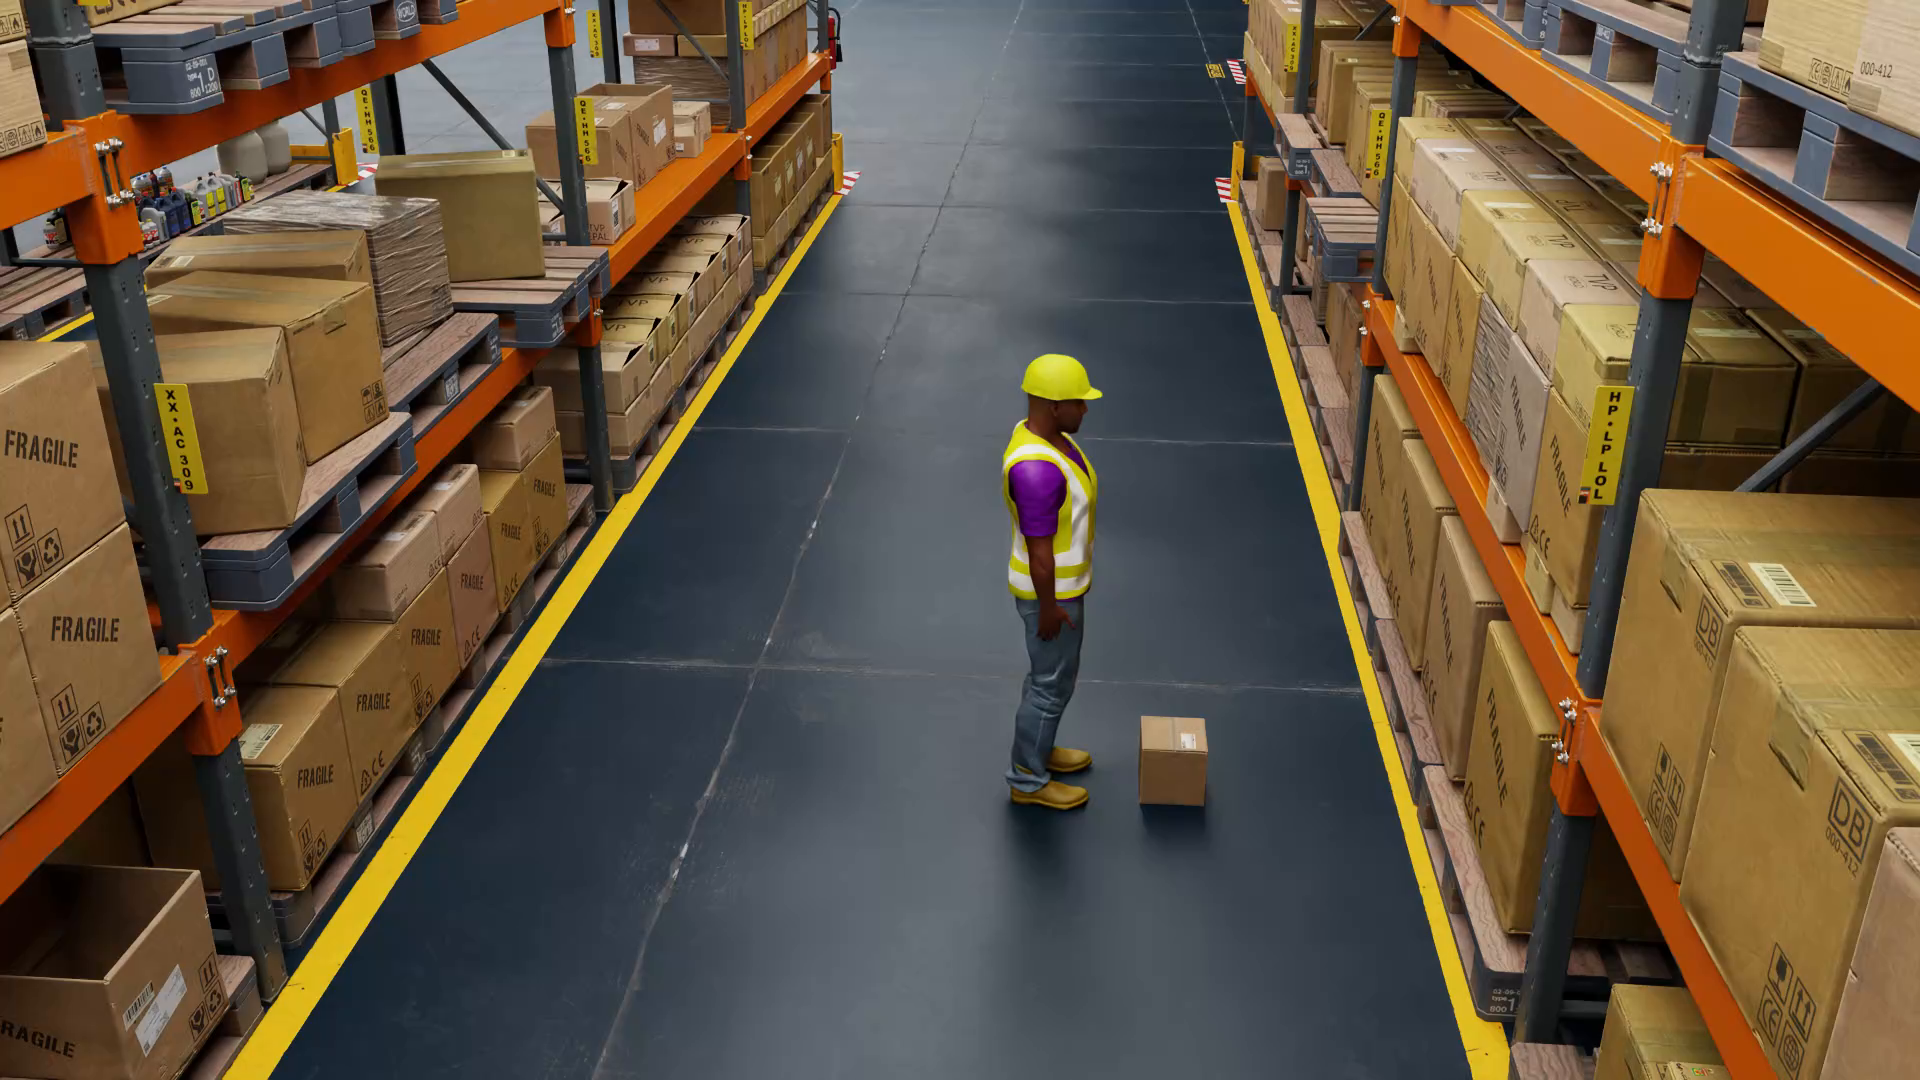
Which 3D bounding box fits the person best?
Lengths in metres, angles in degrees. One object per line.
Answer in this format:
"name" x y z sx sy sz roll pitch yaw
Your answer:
"person" 0.346 0.150 6.246 0.348 1.762 0.565 2 24 5
